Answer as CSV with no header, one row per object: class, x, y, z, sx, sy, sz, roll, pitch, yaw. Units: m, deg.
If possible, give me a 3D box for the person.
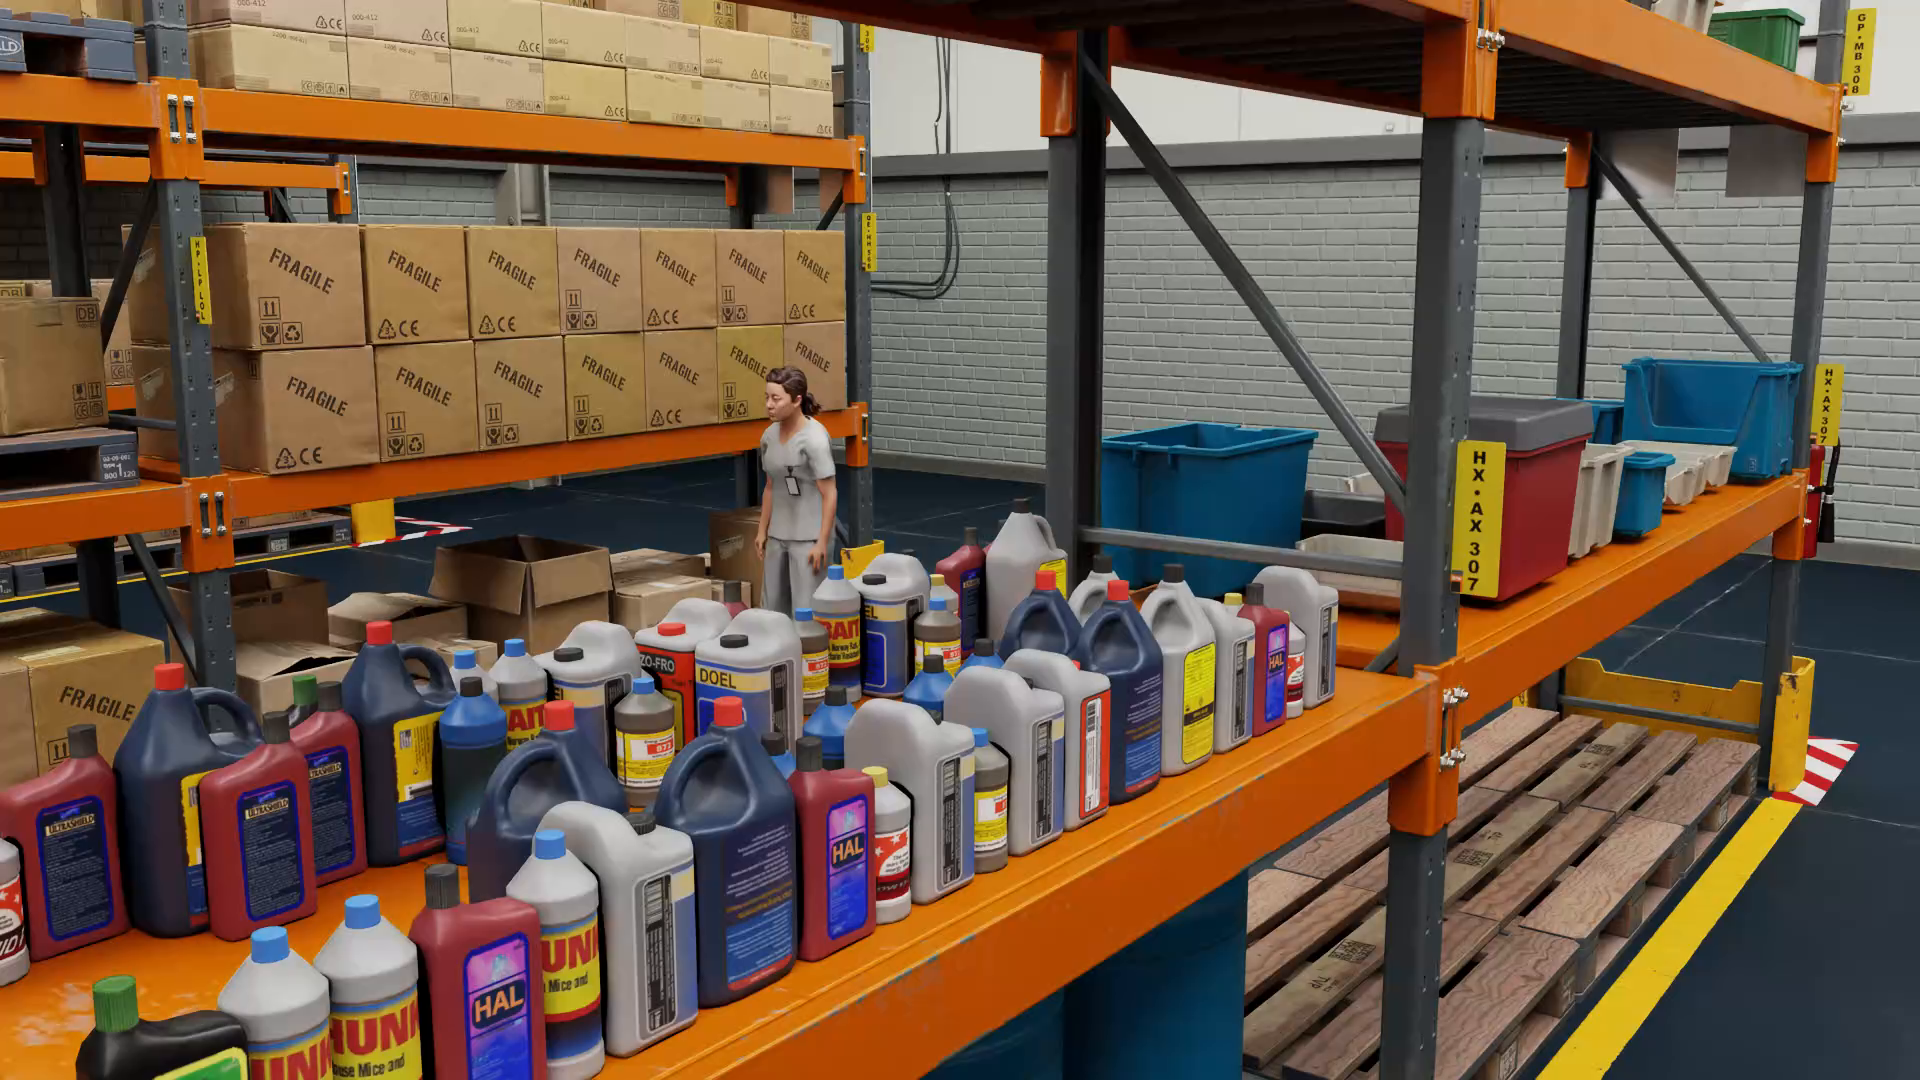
person,-0.778,0.013,7.827,0.491,1.673,0.346,9,14,43
